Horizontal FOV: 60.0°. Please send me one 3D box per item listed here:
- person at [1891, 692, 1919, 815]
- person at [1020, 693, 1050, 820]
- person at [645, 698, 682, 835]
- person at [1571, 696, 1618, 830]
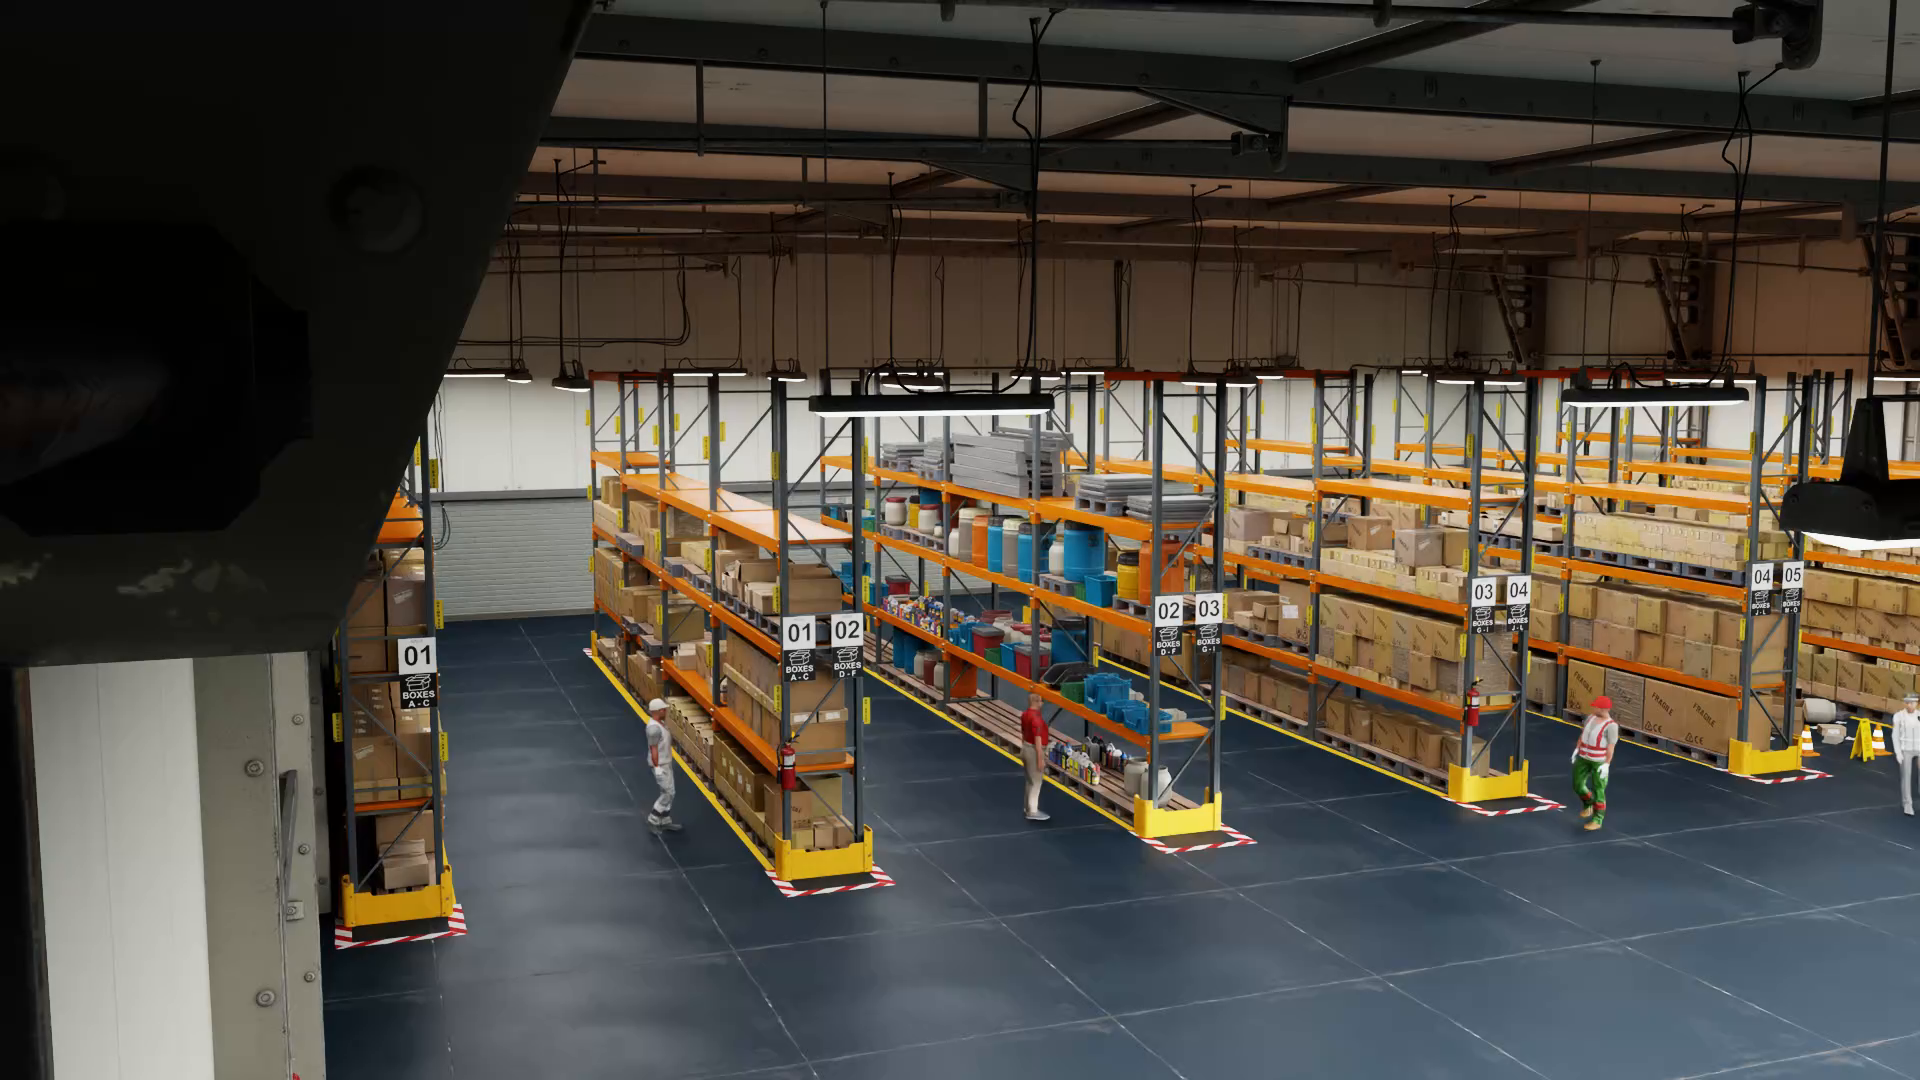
[{"bbox_3d":[13.163,2.954,22.958,0.555,1.719,0.351,2,7,21],"label":"person"},{"bbox_3d":[1.044,2.970,22.719,0.405,1.778,0.610,-2,7,-16],"label":"person"},{"bbox_3d":[-3.941,3.001,22.132,0.444,1.812,0.577,0,6,1],"label":"person"},{"bbox_3d":[8.483,2.960,22.334,0.595,1.779,0.649,-4,8,-32],"label":"person"}]
